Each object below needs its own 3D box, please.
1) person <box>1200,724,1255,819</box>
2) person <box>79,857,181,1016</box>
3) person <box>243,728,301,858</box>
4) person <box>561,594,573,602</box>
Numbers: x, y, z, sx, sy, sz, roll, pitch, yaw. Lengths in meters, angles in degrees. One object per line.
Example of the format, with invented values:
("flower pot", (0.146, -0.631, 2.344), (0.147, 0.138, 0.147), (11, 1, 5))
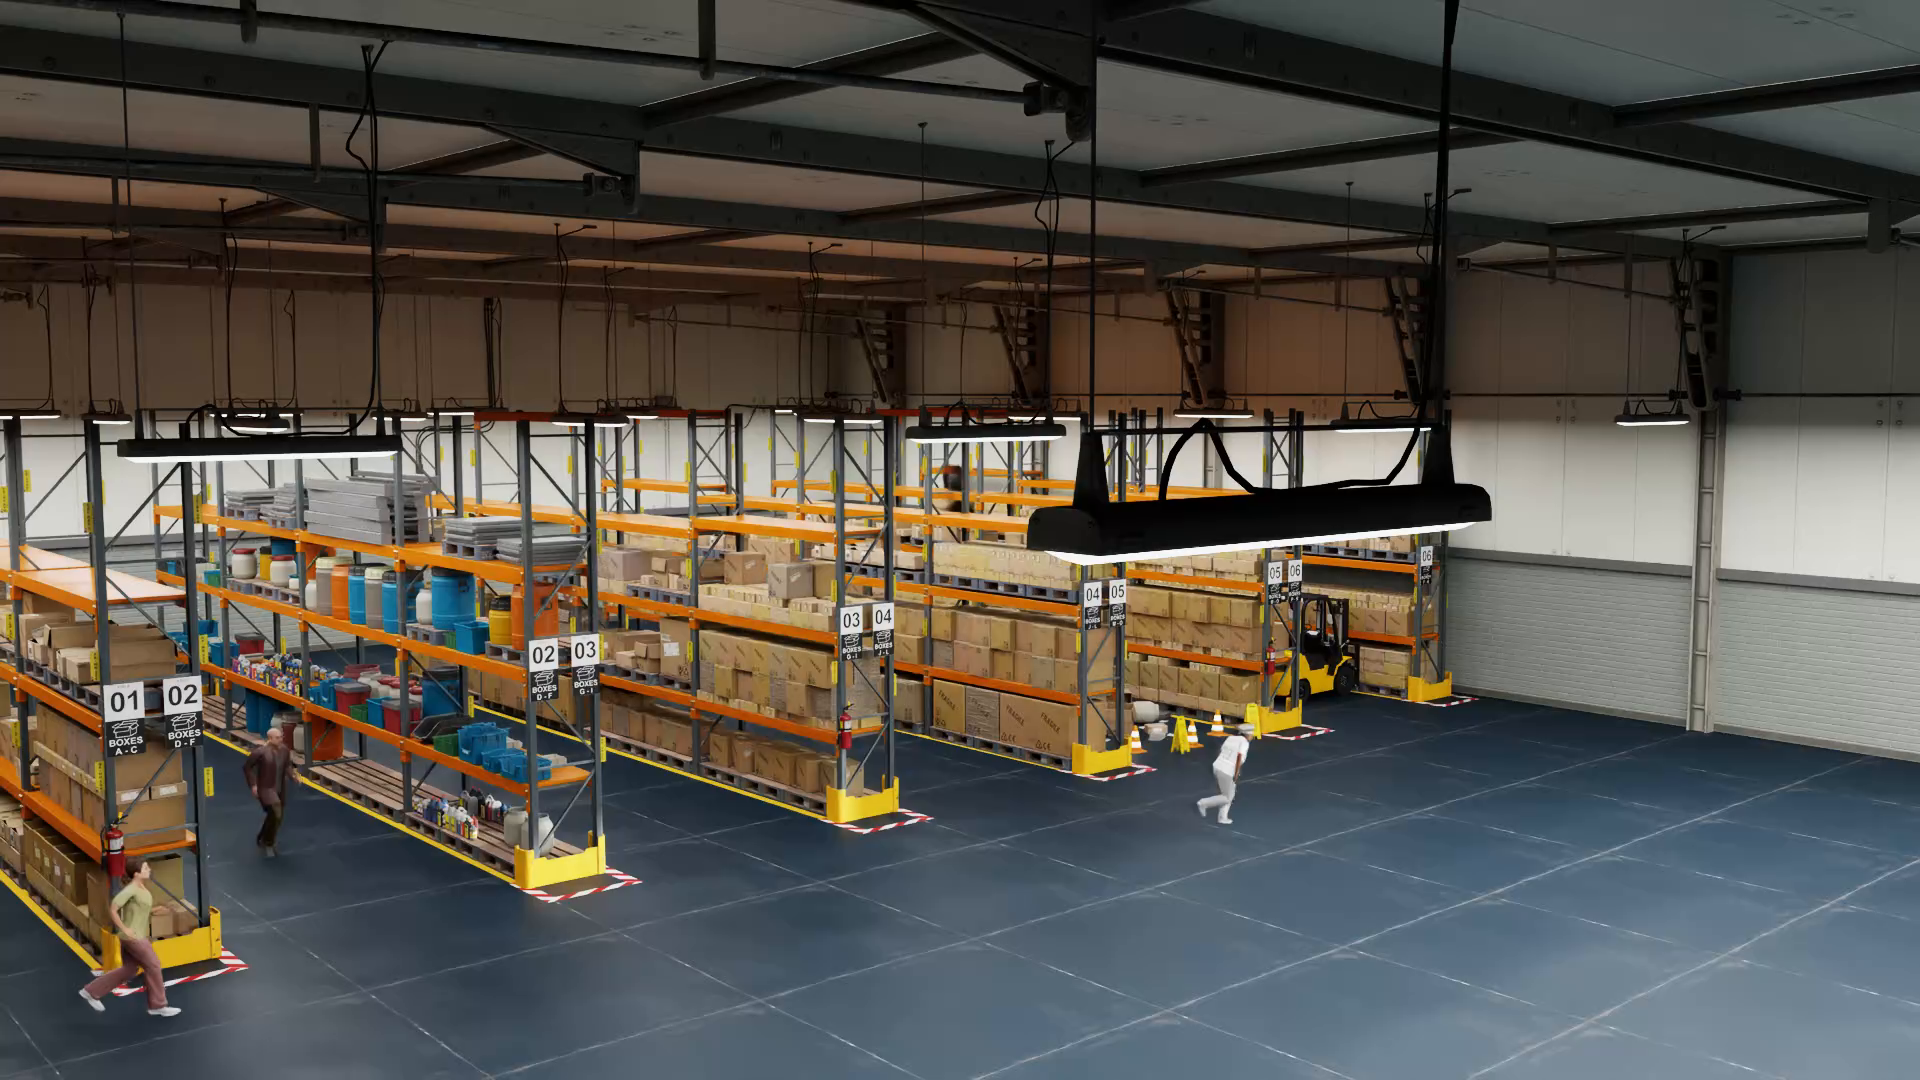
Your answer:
("person", (3.952, 3.431, 24.467), (0.872, 1.394, 0.583), (-2, 5, -21))
("person", (-8.417, 4.033, 16.801), (0.934, 1.665, 0.558), (-2, 5, -20))
("person", (-9.440, 3.479, 22.811), (0.863, 1.825, 0.626), (2, 6, 26))
("person", (-9.536, 2.058, 40.320), (0.539, 1.550, 0.684), (-1, 5, -10))
